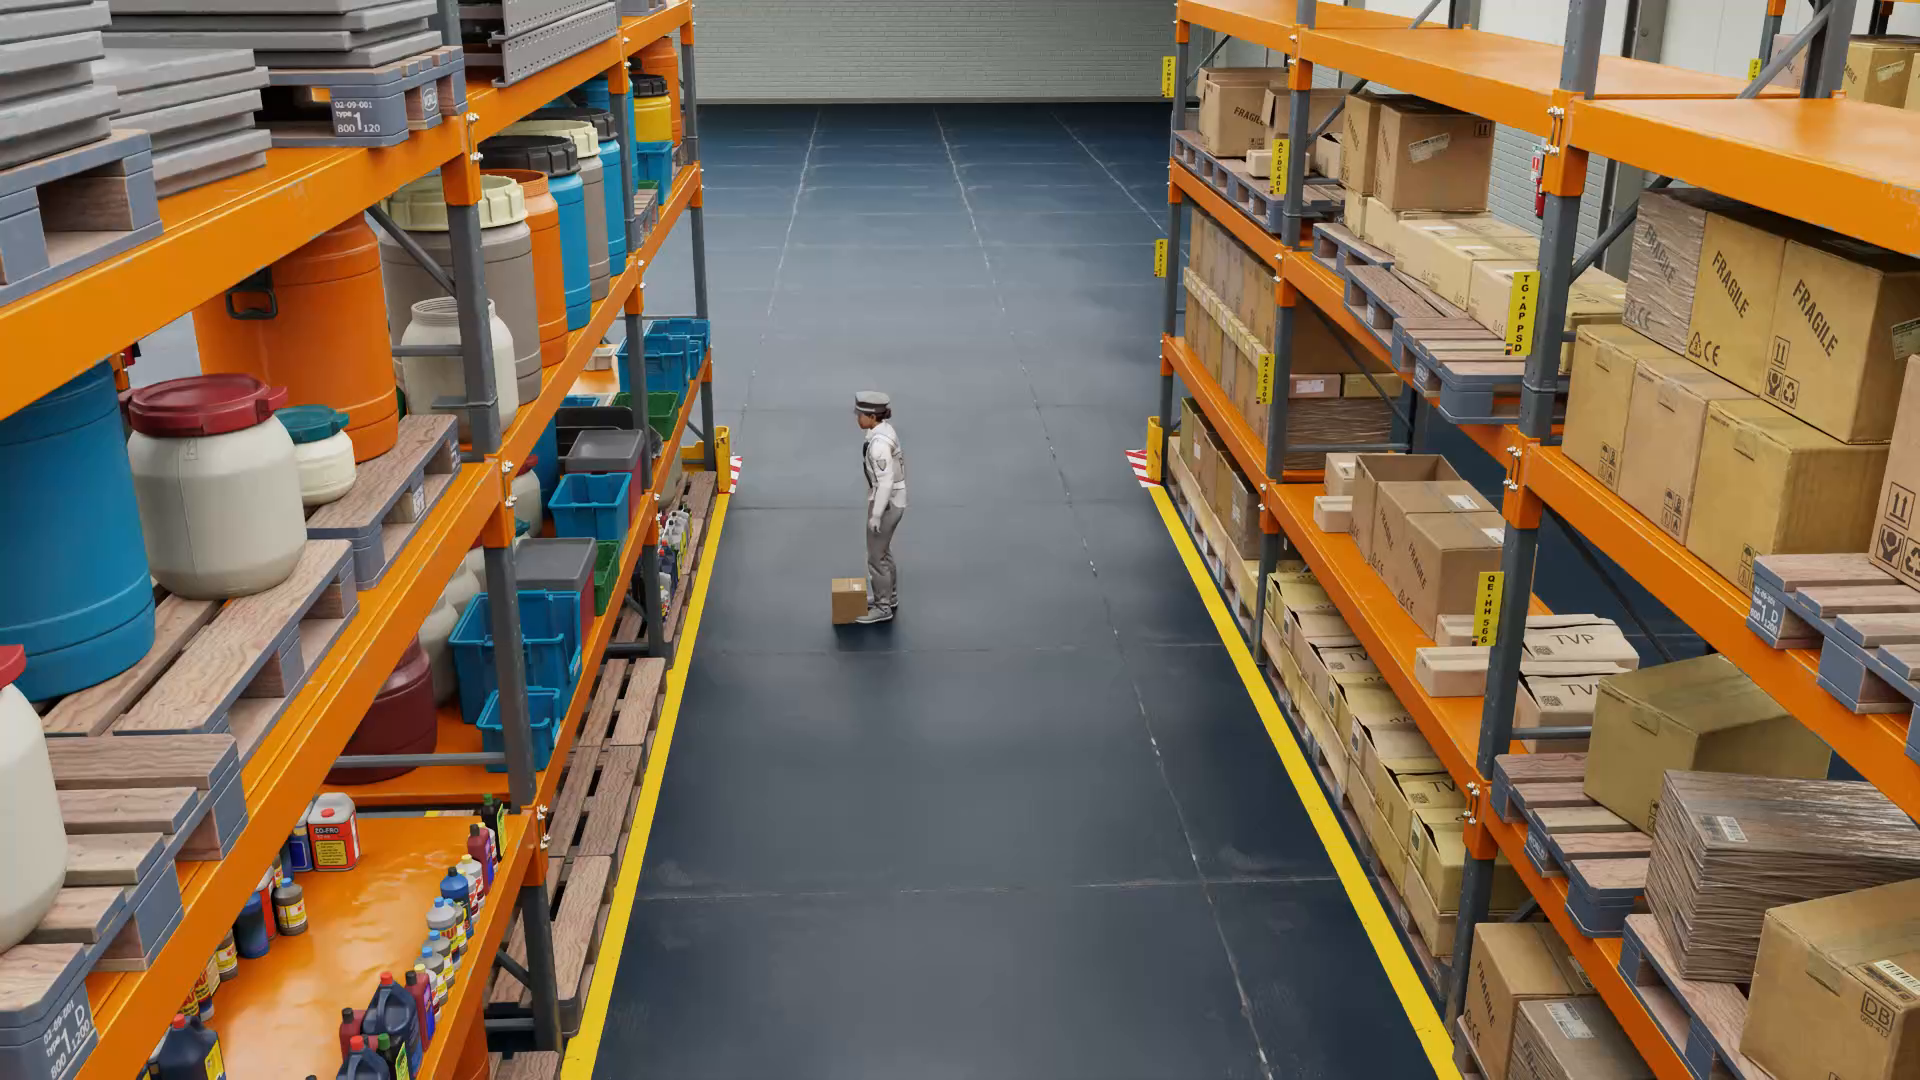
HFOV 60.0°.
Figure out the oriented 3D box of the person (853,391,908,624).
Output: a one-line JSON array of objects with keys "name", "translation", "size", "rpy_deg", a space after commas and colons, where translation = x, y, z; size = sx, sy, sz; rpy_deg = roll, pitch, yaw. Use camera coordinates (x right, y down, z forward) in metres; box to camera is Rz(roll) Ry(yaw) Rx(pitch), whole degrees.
[{"name": "person", "translation": [-0.570, -0.234, 11.697], "size": [0.403, 1.663, 0.529], "rpy_deg": [-1, 21, -3]}]
